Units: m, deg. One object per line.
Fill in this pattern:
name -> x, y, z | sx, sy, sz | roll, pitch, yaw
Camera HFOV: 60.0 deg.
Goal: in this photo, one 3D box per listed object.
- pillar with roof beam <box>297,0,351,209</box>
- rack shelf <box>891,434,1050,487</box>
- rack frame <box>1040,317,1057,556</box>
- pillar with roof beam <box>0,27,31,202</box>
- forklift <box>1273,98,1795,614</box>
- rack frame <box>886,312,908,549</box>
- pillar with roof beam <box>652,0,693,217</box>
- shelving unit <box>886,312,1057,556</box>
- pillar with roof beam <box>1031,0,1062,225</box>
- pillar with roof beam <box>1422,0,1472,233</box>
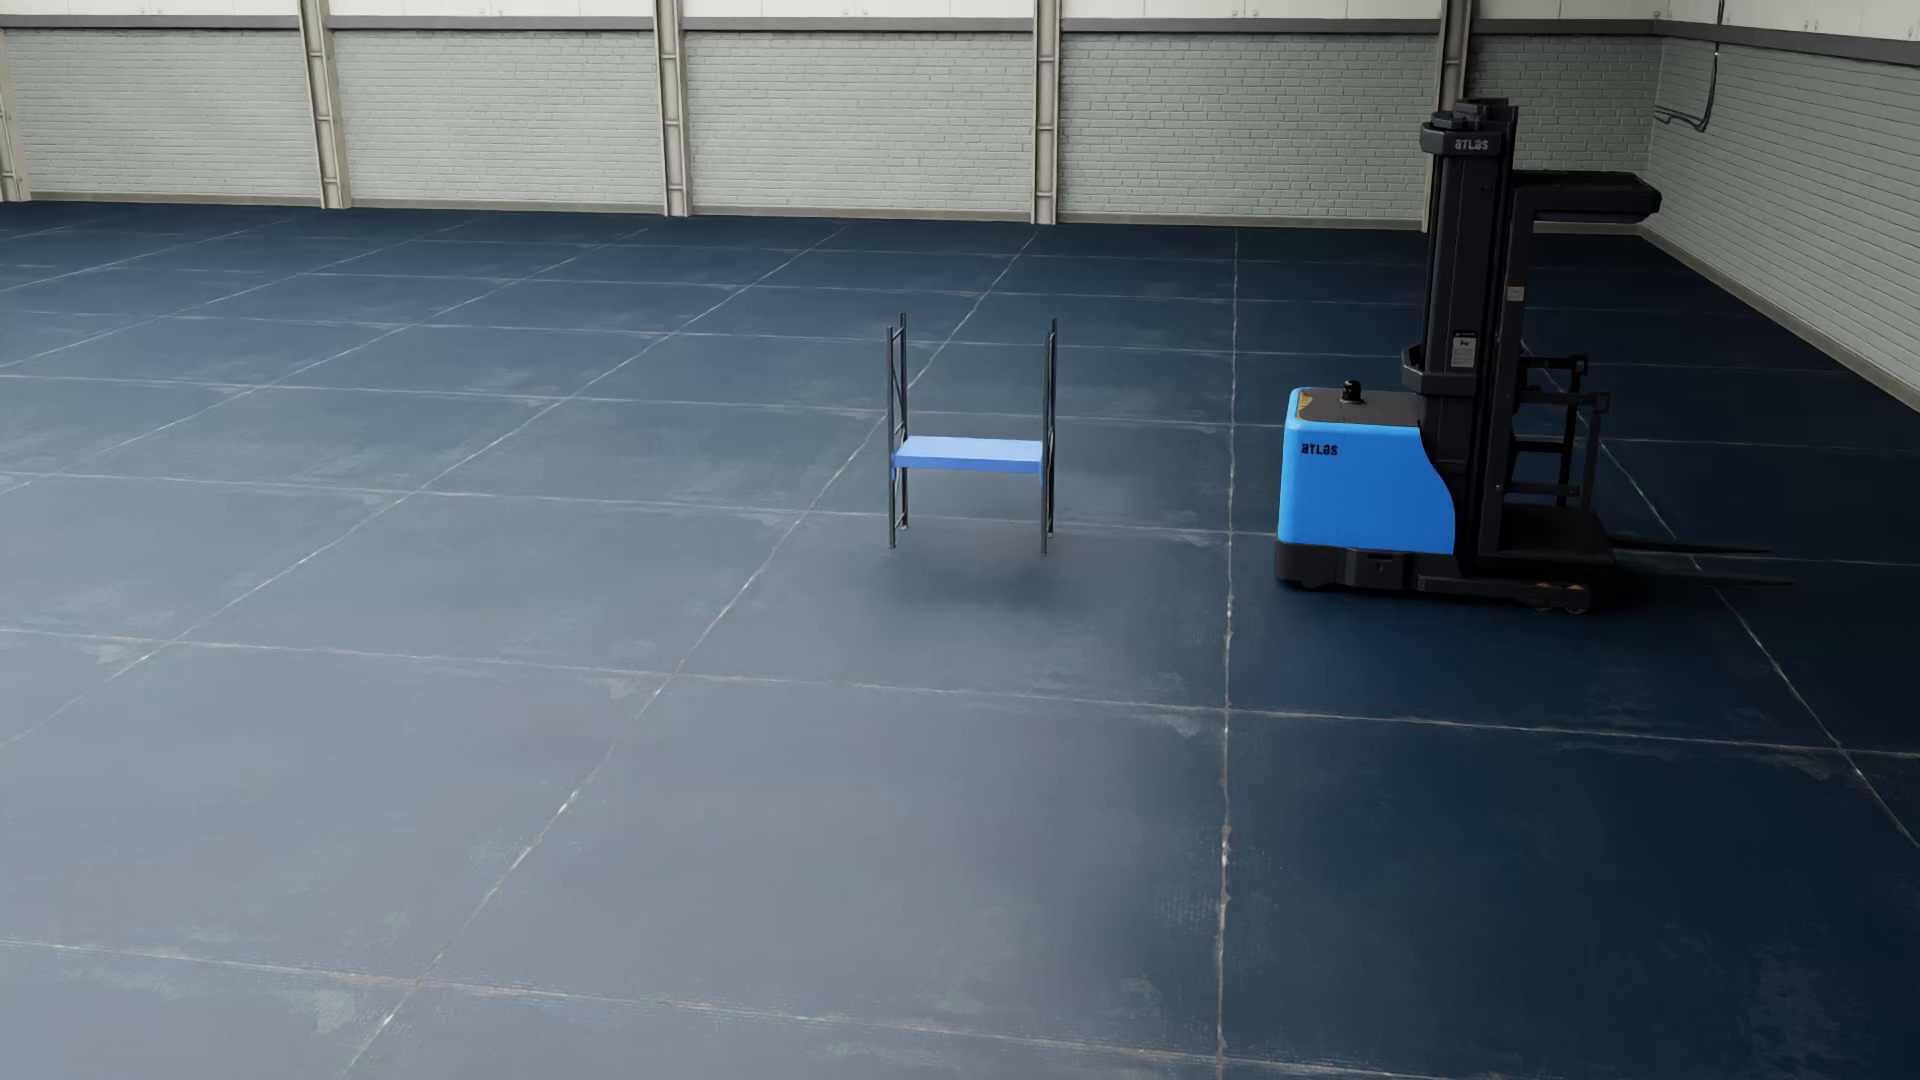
pillar with roof beam -> -11.199, -8.528, 22.610 | 0.400, 9.000, 9.100 | 3, 19, 9
rack shelf -> 0.084, -0.536, 11.109 | 1.000, 0.185, 0.538 | 3, 19, 9
rack frame -> 0.586, -0.681, 10.976 | 0.032, 1.500, 0.500 | 3, 19, 9
pillar with roof beam -> -17.123, -8.830, 23.512 | 0.400, 9.000, 9.100 | 3, 19, 9
forklift -> 3.539, -1.133, 10.070 | 3.031, 2.935, 1.130 | 4, 19, 12
rack frame -> -0.418, -0.733, 11.129 | 0.032, 1.500, 0.500 | 3, 19, 9
pillar with roof beam -> -5.275, -8.226, 21.707 | 0.400, 9.000, 9.100 | 3, 19, 9
shelving unit -> 0.084, -0.707, 11.052 | 1.048, 1.500, 0.538 | 3, 19, 9
pillar with roof beam -> 0.649, -7.924, 20.805 | 0.400, 9.000, 9.100 | 3, 19, 9
pillar with roof beam -> 6.573, -7.623, 19.902 | 0.400, 9.000, 9.100 | 3, 19, 9
